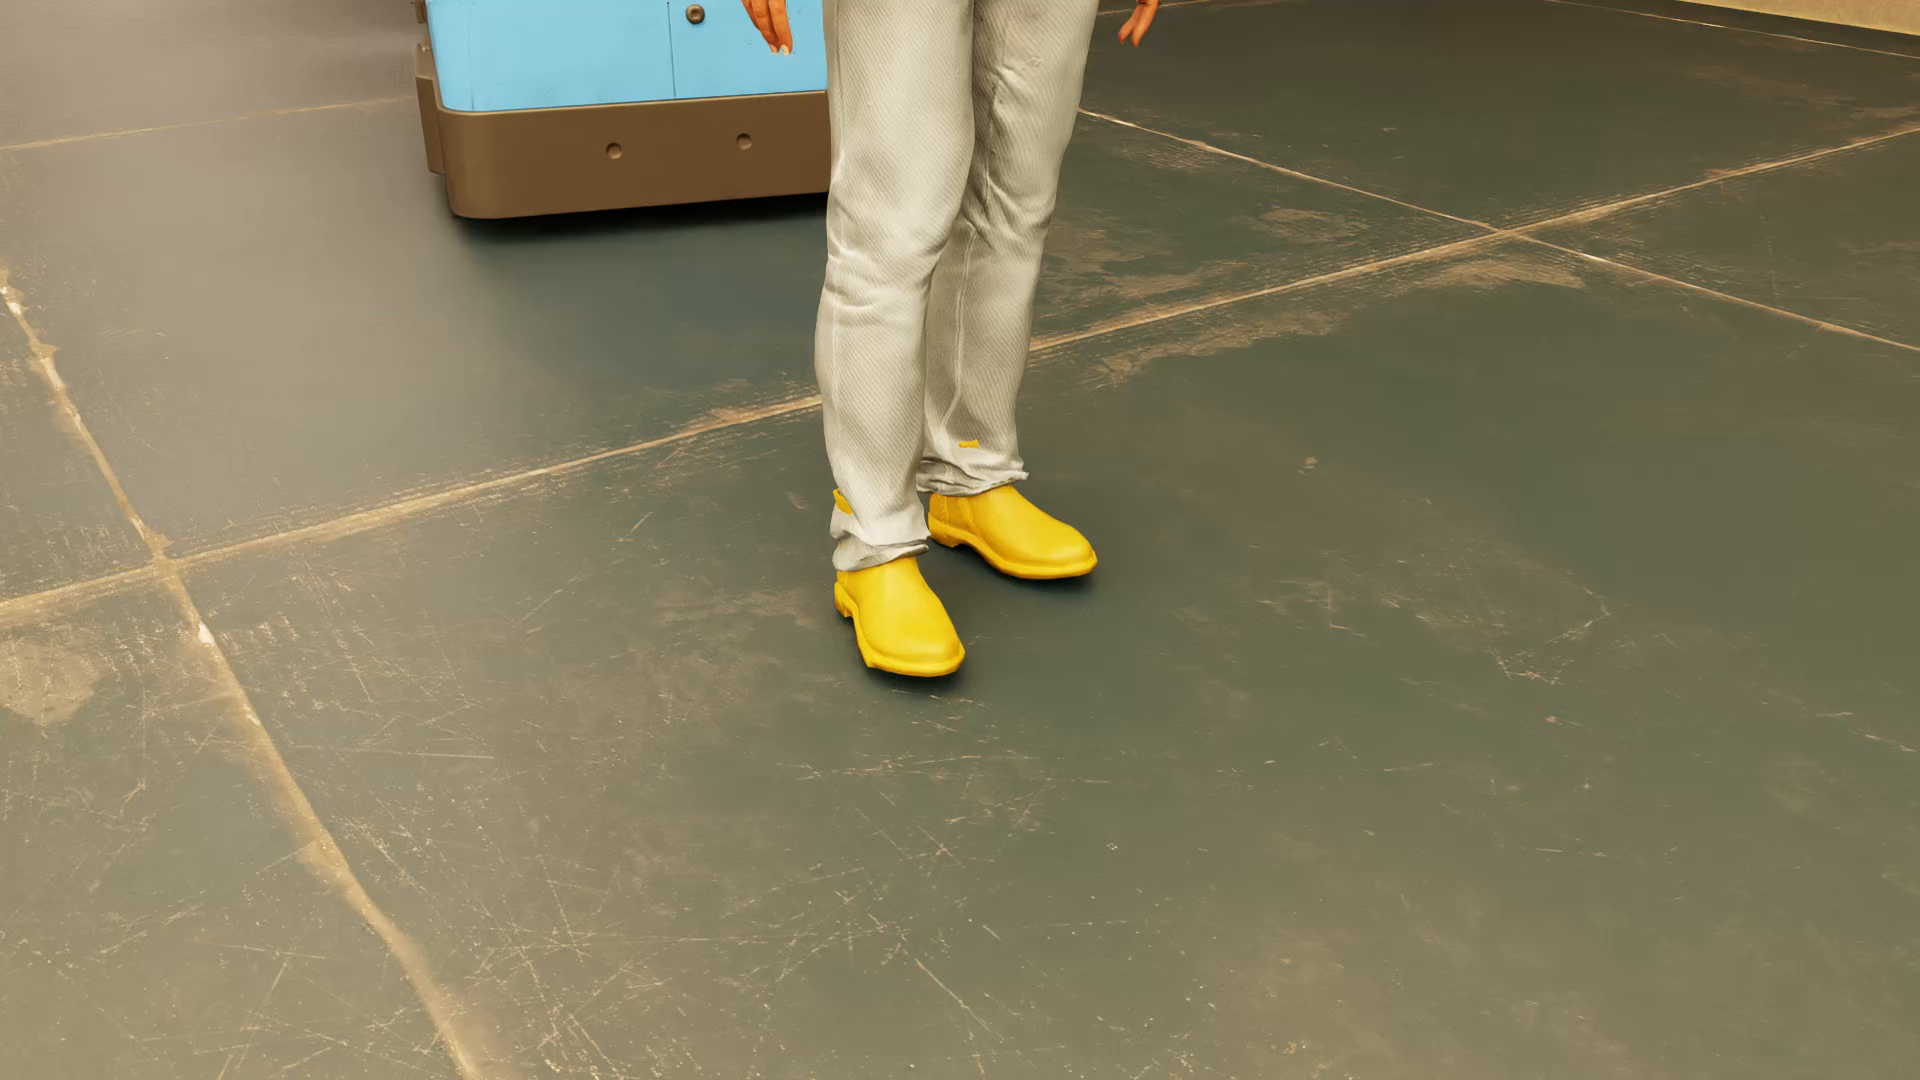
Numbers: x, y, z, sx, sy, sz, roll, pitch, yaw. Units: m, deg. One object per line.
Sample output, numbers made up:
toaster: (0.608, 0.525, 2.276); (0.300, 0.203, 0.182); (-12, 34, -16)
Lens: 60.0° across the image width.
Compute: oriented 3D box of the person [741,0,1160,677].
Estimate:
person: (0.036, -0.766, 2.048); (0.666, 1.761, 0.575); (-17, 31, -31)

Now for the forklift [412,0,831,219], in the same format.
forklift: (-1.107, -2.685, 4.583); (1.130, 2.935, 3.031); (-8, 28, -16)
